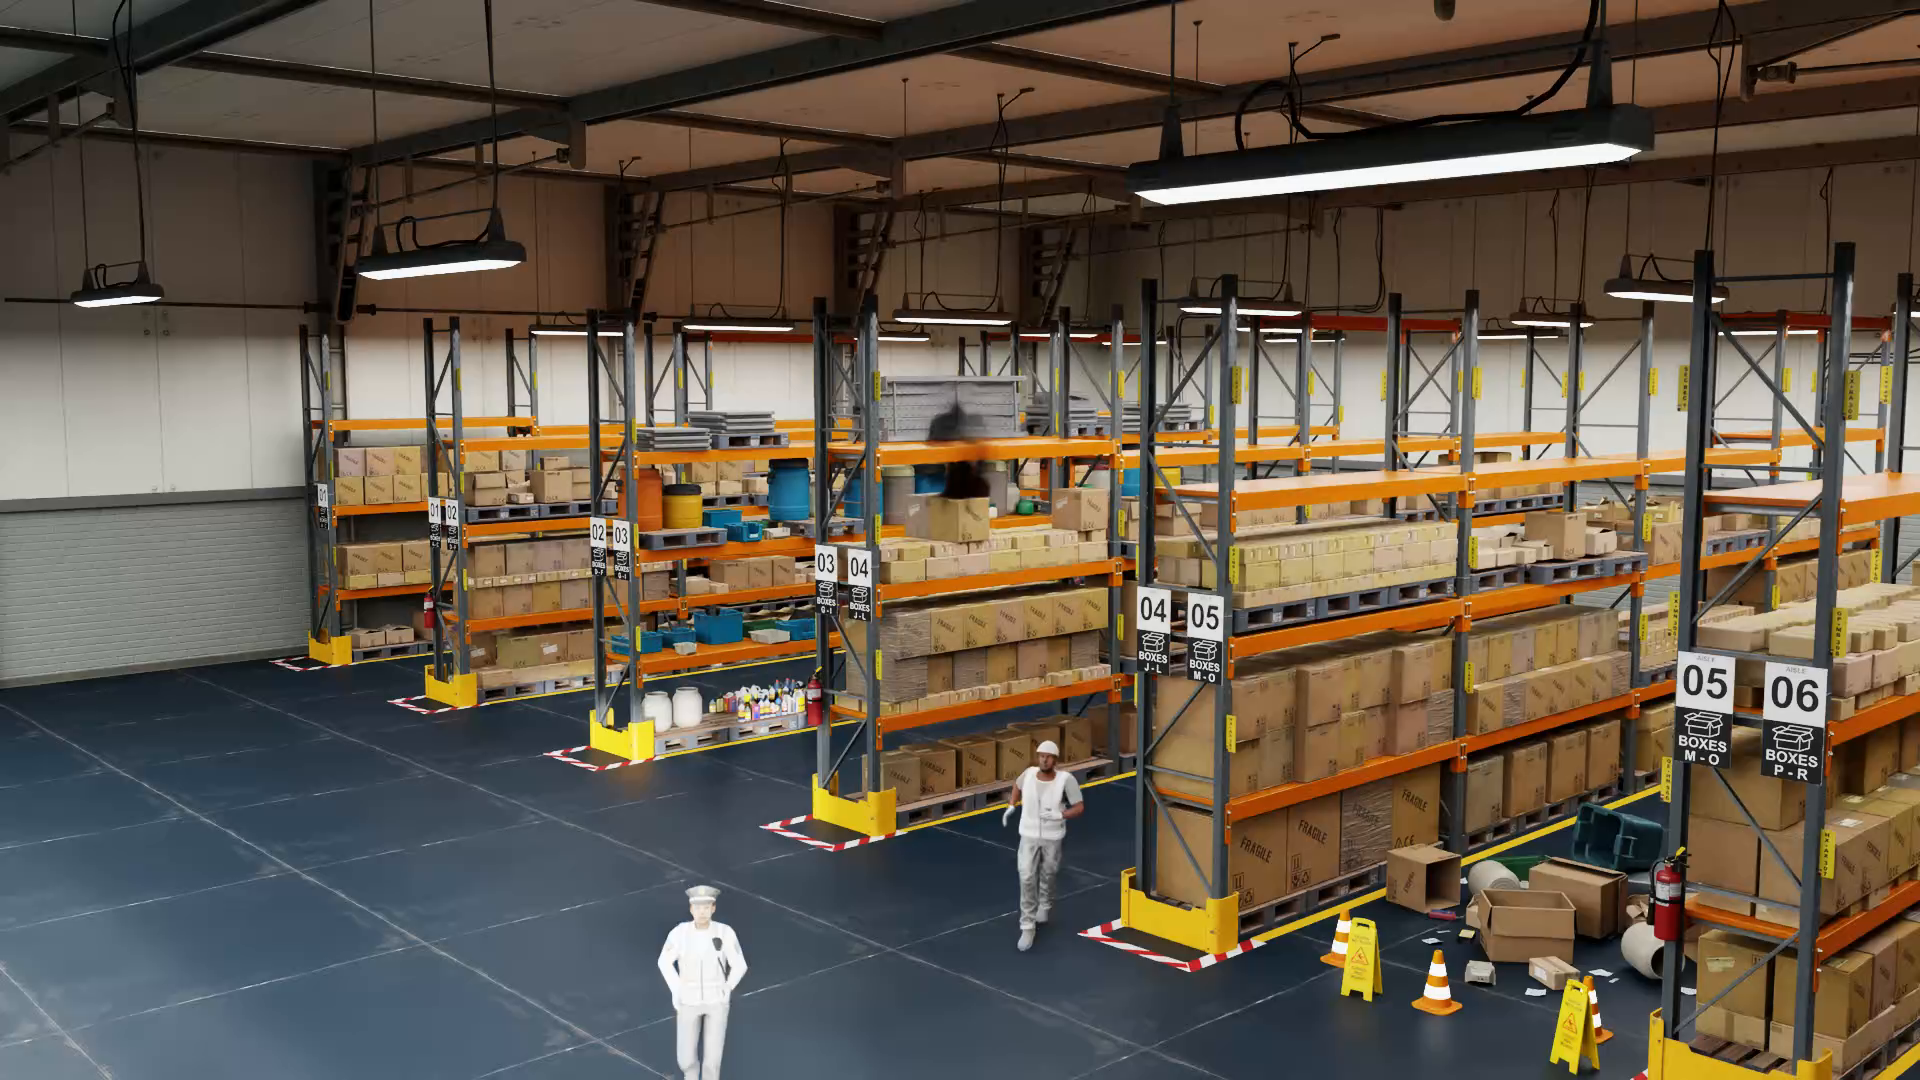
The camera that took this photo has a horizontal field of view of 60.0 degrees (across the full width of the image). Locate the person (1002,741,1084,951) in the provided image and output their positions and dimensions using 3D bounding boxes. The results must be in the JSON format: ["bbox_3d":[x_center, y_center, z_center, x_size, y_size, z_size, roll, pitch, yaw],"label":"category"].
[{"bbox_3d":[0.756,2.736,15.197,0.761,1.805,0.903,1,6,8],"label":"person"}]

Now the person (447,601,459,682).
[{"bbox_3d":[-8.316,1.561,27.751,0.537,1.572,0.878,4,7,37],"label":"person"}]

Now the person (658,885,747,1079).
[{"bbox_3d":[-1.785,3.187,11.465,0.588,1.650,0.564,-1,6,-7],"label":"person"}]
